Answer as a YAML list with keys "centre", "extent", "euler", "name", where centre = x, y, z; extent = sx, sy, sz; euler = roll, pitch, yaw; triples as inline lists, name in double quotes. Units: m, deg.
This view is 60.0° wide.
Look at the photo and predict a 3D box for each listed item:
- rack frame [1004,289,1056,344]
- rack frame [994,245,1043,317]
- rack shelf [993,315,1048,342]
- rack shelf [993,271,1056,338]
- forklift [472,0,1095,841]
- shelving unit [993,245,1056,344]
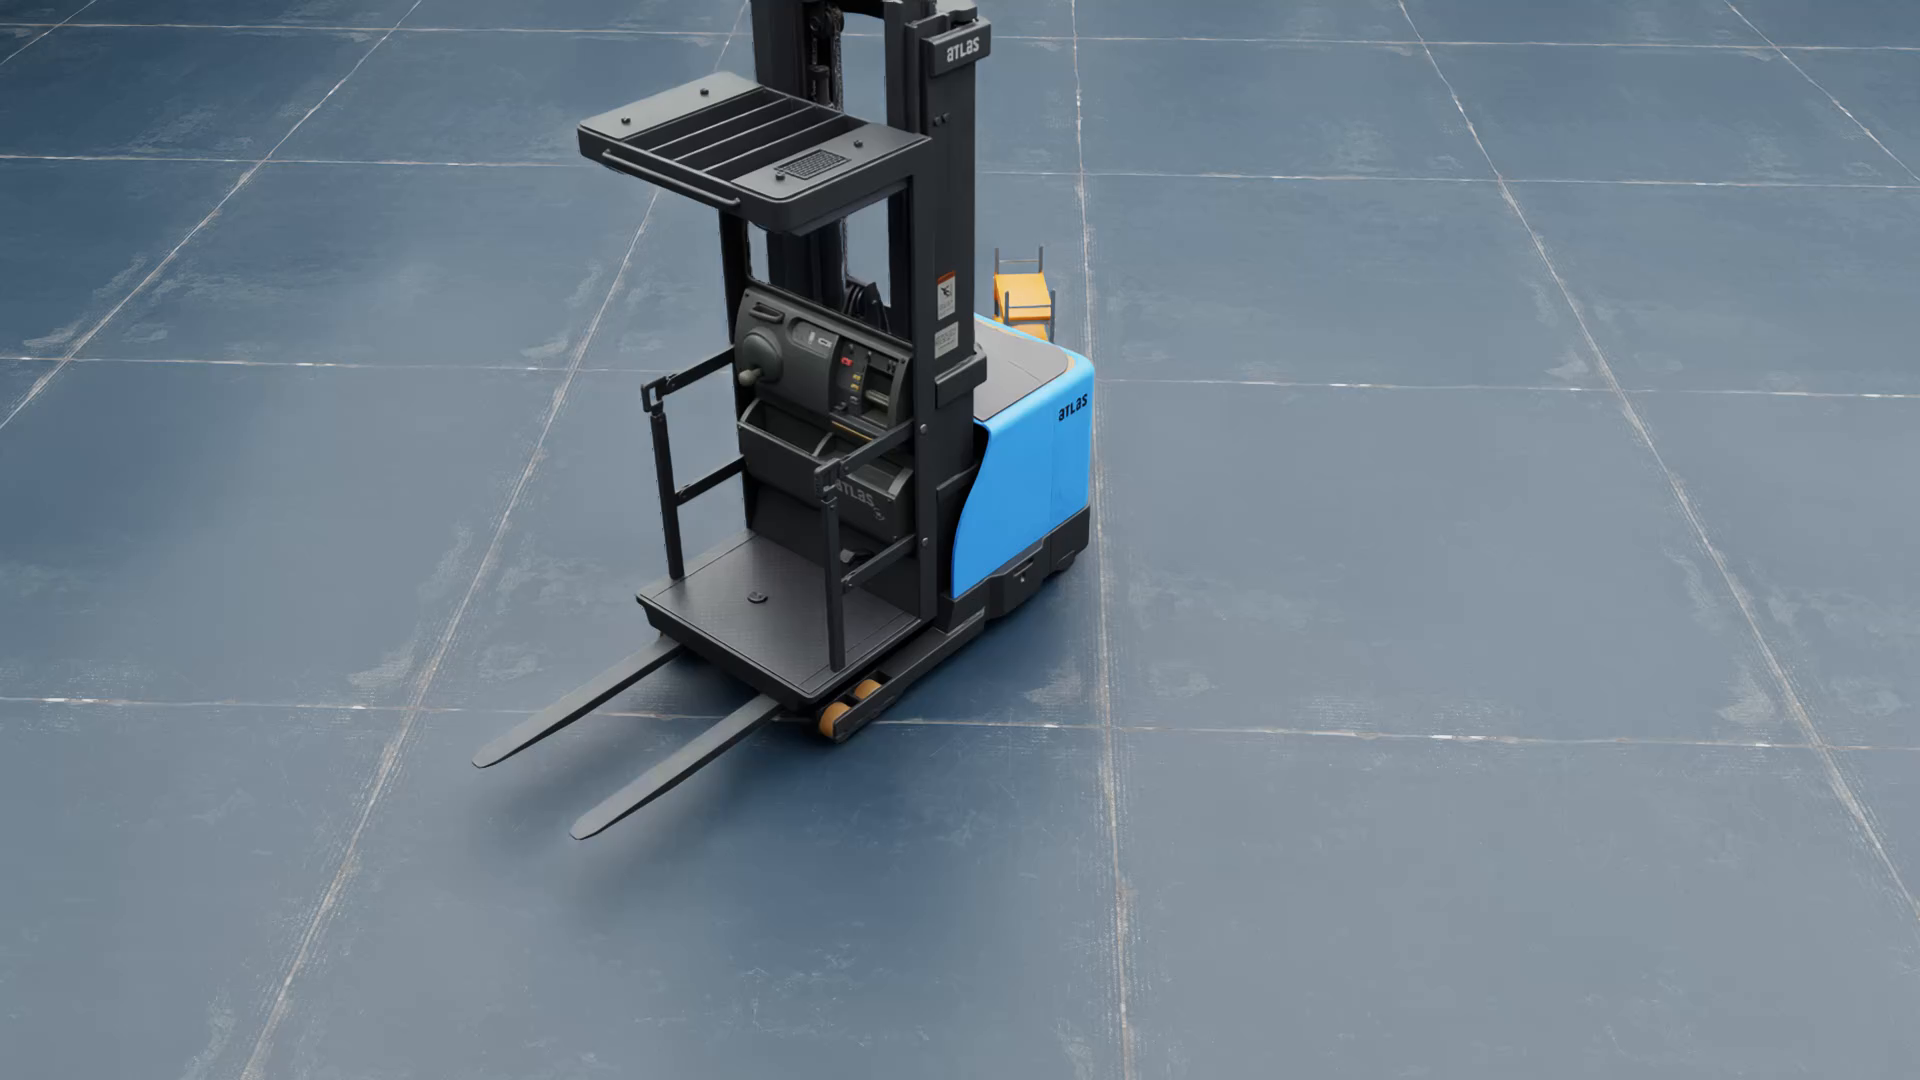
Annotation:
- centre: [0.332, -0.682, 8.177]
  extent: [0.240, 1.200, 0.015]
  euler: [-3, 35, -4]
  name: "rack frame"
- centre: [0.292, -0.962, 8.575]
  extent: [0.240, 1.200, 0.015]
  euler: [-3, 35, -4]
  name: "rack frame"
- centre: [0.312, -0.950, 8.286]
  extent: [0.258, 0.148, 0.480]
  euler: [-3, 35, -4]
  name: "rack shelf"
- centre: [0.312, -1.144, 8.150]
  extent: [0.258, 0.148, 0.480]
  euler: [-3, 35, -4]
  name: "rack shelf"
- centre: [-0.710, -0.674, 6.660]
  extent: [1.130, 2.935, 3.031]
  euler: [26, 43, 32]
  name: "forklift"
- centre: [0.312, -0.822, 8.376]
  extent: [0.258, 1.200, 0.503]
  euler: [-3, 35, -4]
  name: "shelving unit"
